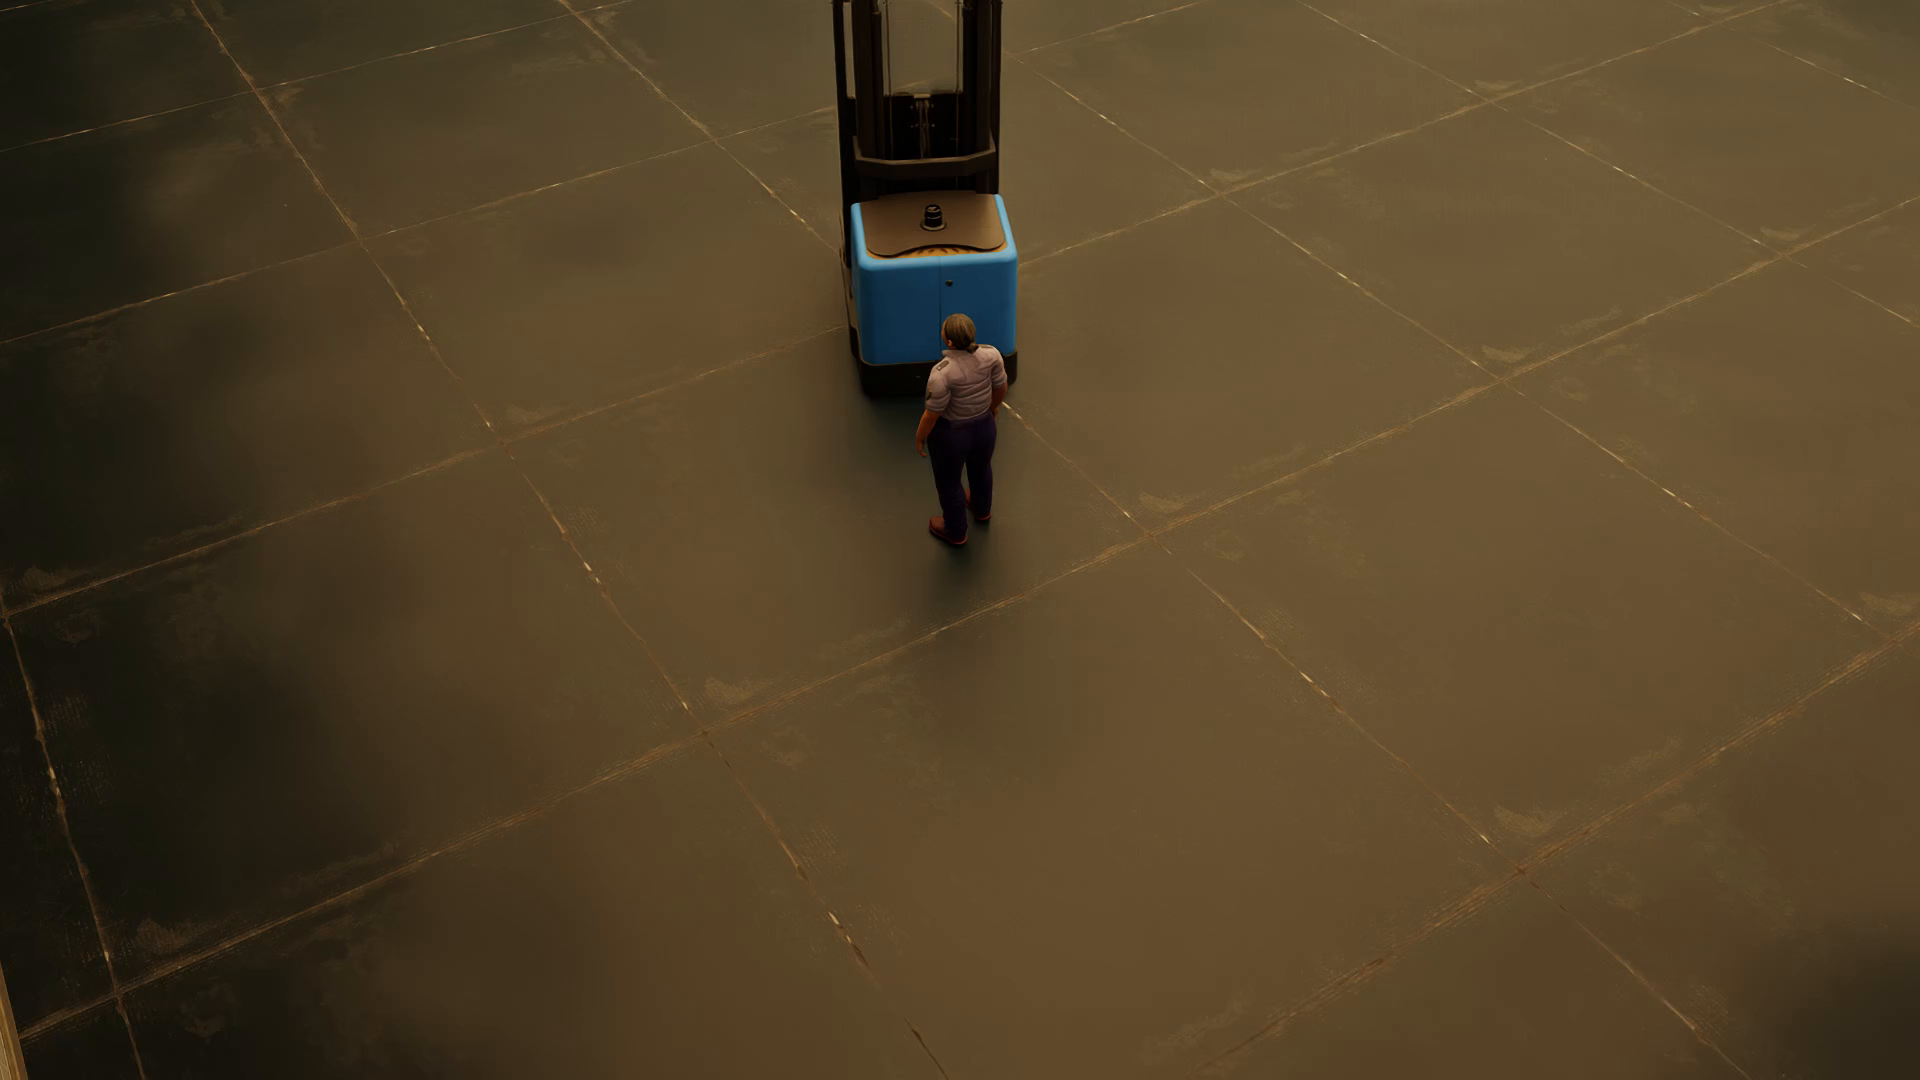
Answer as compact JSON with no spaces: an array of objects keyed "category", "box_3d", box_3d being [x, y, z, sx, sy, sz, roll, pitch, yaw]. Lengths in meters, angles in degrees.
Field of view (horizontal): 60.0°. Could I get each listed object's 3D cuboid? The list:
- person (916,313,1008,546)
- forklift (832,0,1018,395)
[{"category":"person","box_3d":[-0.029,-0.684,9.618,0.598,1.651,0.502,-23,46,-24]},{"category":"forklift","box_3d":[-0.306,-3.038,11.347,1.130,2.935,3.031,-5,41,-5]}]
